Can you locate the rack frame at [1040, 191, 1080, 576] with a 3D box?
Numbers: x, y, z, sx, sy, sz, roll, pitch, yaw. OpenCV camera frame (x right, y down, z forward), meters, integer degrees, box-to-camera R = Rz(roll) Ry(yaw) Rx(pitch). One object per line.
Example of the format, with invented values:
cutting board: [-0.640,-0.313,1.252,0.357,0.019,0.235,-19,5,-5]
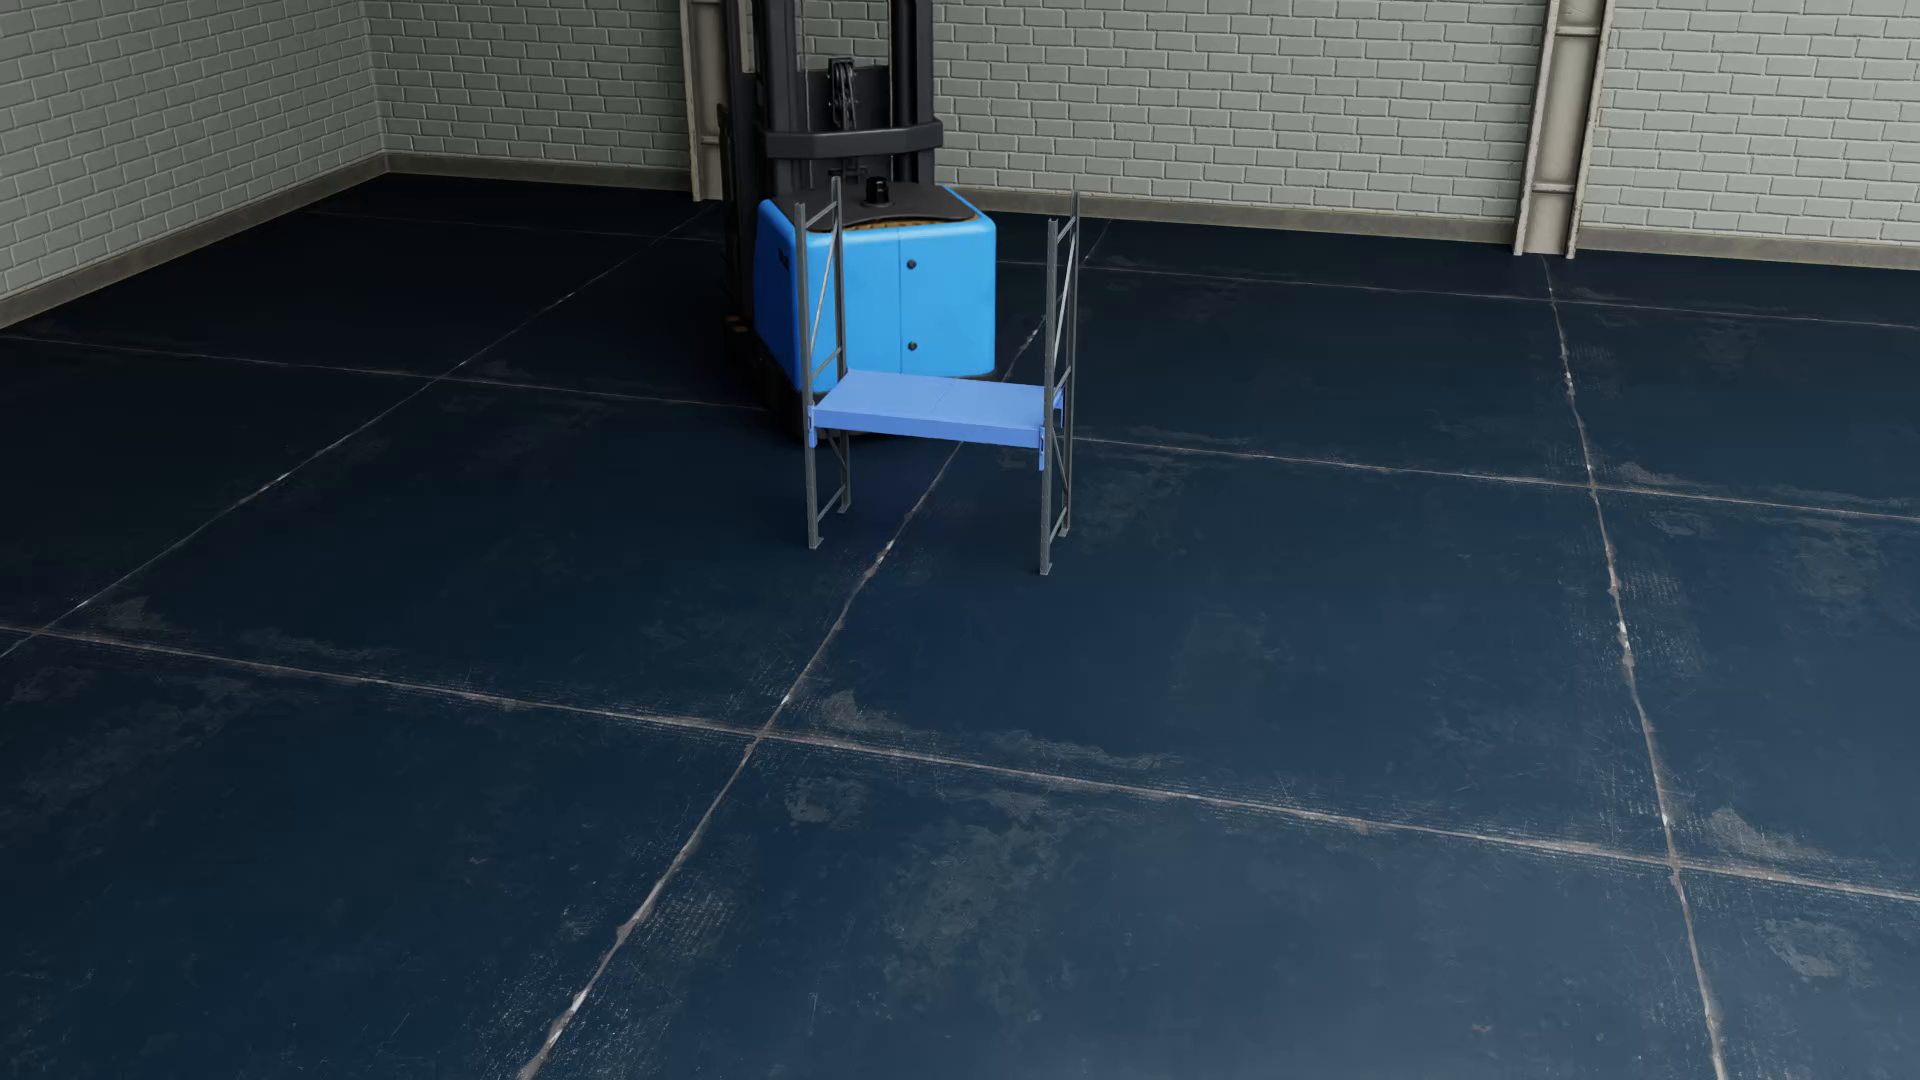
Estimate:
rack frame: [0.410,-0.632,6.832,0.032,1.500,0.500,6,26,13]

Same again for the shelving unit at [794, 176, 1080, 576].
shelving unit: [-0.083,-0.686,6.947,1.048,1.500,0.538,6,26,13]

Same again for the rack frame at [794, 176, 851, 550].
rack frame: [-0.575,-0.741,7.061,0.032,1.500,0.500,6,26,13]

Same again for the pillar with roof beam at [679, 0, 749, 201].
pillar with roof beam: [-2.884,-4.899,7.072,0.400,9.000,9.100,6,26,13]

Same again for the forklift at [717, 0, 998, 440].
forklift: [-0.748,-2.422,8.928,1.130,2.935,3.031,-8,27,-16]

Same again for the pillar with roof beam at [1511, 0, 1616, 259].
pillar with roof beam: [2.927,-4.257,5.723,0.400,9.000,9.100,6,26,13]

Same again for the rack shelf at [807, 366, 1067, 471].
rack shelf: [-0.083,-0.524,7.024,1.000,0.185,0.538,6,26,13]
